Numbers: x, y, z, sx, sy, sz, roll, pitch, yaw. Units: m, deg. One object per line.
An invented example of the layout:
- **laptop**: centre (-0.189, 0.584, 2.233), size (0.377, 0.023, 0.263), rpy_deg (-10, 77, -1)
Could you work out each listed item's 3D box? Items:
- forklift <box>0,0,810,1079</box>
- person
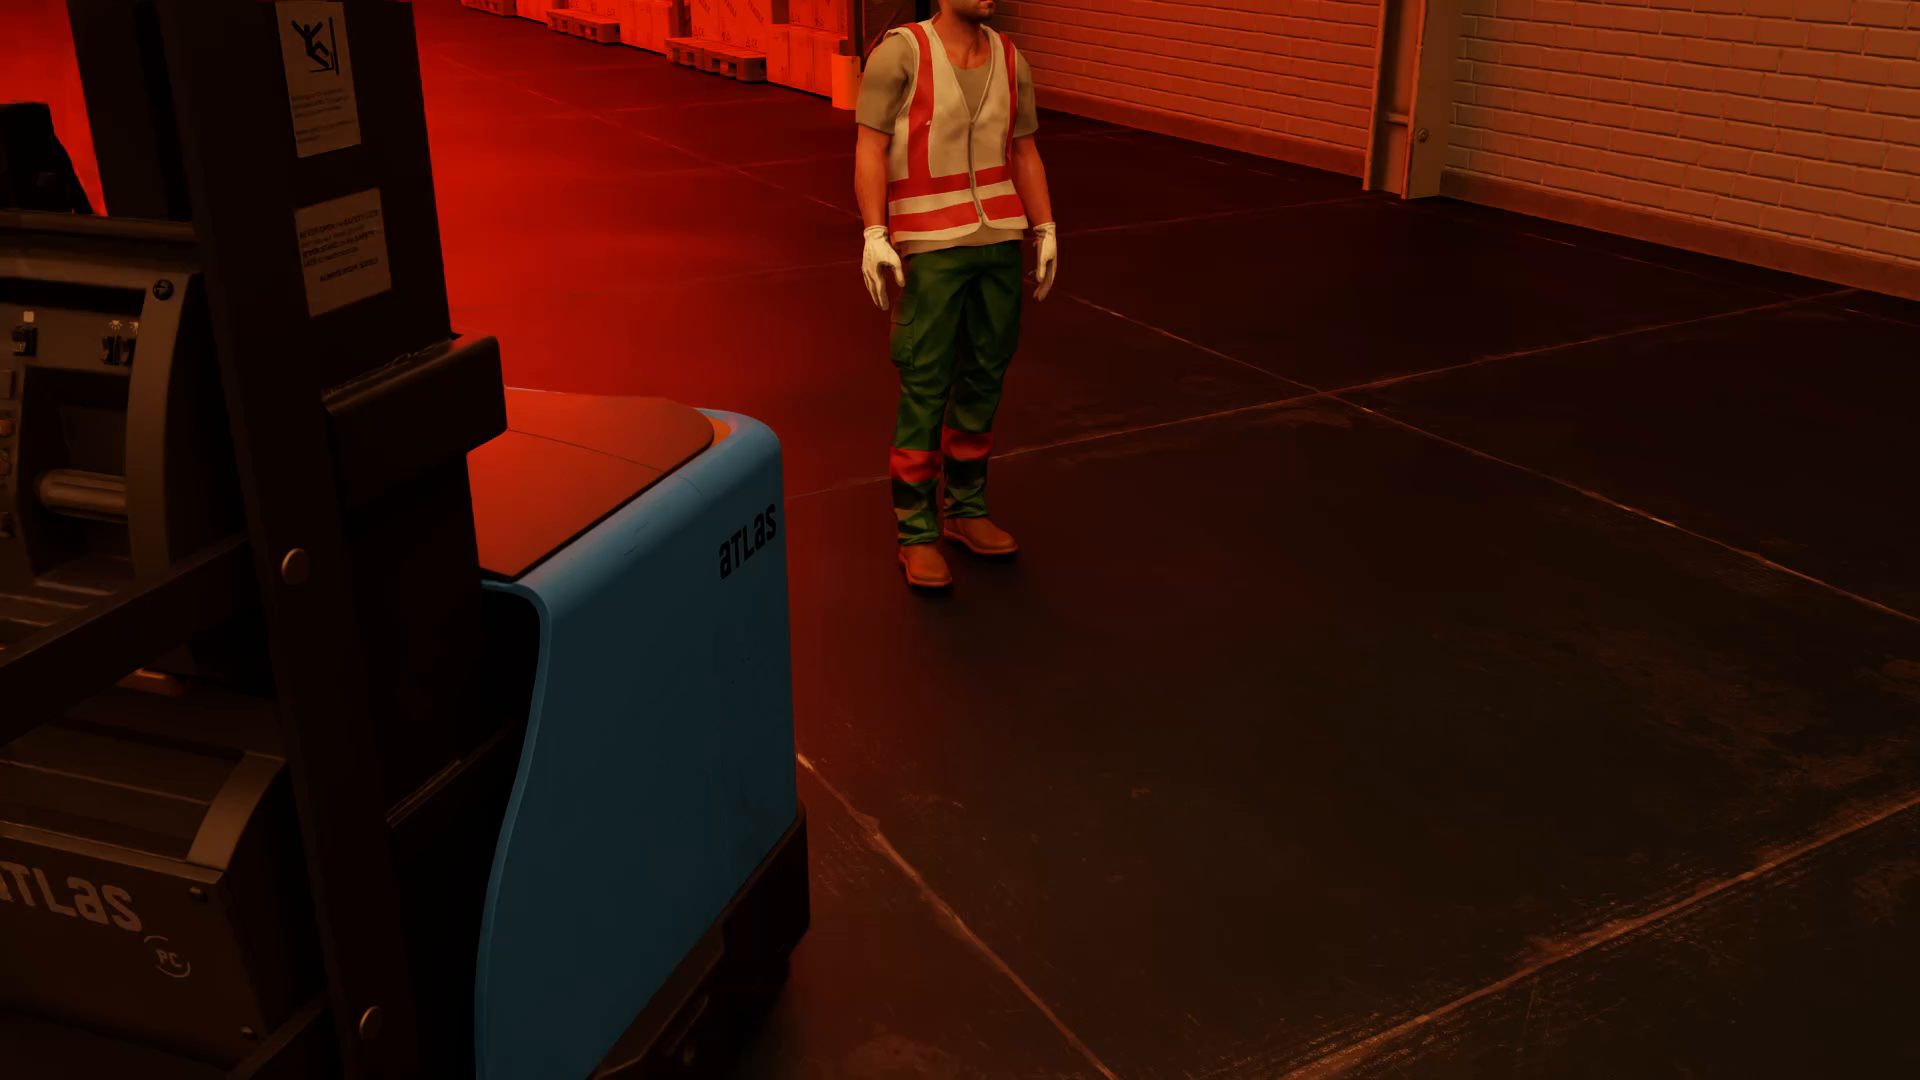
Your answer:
- **forklift**: centre (-1.242, -0.107, 1.533), size (1.130, 2.935, 3.031), rpy_deg (7, 23, 17)
- **person**: centre (0.031, -0.806, 4.723), size (0.638, 1.789, 0.562), rpy_deg (-12, 25, -28)
